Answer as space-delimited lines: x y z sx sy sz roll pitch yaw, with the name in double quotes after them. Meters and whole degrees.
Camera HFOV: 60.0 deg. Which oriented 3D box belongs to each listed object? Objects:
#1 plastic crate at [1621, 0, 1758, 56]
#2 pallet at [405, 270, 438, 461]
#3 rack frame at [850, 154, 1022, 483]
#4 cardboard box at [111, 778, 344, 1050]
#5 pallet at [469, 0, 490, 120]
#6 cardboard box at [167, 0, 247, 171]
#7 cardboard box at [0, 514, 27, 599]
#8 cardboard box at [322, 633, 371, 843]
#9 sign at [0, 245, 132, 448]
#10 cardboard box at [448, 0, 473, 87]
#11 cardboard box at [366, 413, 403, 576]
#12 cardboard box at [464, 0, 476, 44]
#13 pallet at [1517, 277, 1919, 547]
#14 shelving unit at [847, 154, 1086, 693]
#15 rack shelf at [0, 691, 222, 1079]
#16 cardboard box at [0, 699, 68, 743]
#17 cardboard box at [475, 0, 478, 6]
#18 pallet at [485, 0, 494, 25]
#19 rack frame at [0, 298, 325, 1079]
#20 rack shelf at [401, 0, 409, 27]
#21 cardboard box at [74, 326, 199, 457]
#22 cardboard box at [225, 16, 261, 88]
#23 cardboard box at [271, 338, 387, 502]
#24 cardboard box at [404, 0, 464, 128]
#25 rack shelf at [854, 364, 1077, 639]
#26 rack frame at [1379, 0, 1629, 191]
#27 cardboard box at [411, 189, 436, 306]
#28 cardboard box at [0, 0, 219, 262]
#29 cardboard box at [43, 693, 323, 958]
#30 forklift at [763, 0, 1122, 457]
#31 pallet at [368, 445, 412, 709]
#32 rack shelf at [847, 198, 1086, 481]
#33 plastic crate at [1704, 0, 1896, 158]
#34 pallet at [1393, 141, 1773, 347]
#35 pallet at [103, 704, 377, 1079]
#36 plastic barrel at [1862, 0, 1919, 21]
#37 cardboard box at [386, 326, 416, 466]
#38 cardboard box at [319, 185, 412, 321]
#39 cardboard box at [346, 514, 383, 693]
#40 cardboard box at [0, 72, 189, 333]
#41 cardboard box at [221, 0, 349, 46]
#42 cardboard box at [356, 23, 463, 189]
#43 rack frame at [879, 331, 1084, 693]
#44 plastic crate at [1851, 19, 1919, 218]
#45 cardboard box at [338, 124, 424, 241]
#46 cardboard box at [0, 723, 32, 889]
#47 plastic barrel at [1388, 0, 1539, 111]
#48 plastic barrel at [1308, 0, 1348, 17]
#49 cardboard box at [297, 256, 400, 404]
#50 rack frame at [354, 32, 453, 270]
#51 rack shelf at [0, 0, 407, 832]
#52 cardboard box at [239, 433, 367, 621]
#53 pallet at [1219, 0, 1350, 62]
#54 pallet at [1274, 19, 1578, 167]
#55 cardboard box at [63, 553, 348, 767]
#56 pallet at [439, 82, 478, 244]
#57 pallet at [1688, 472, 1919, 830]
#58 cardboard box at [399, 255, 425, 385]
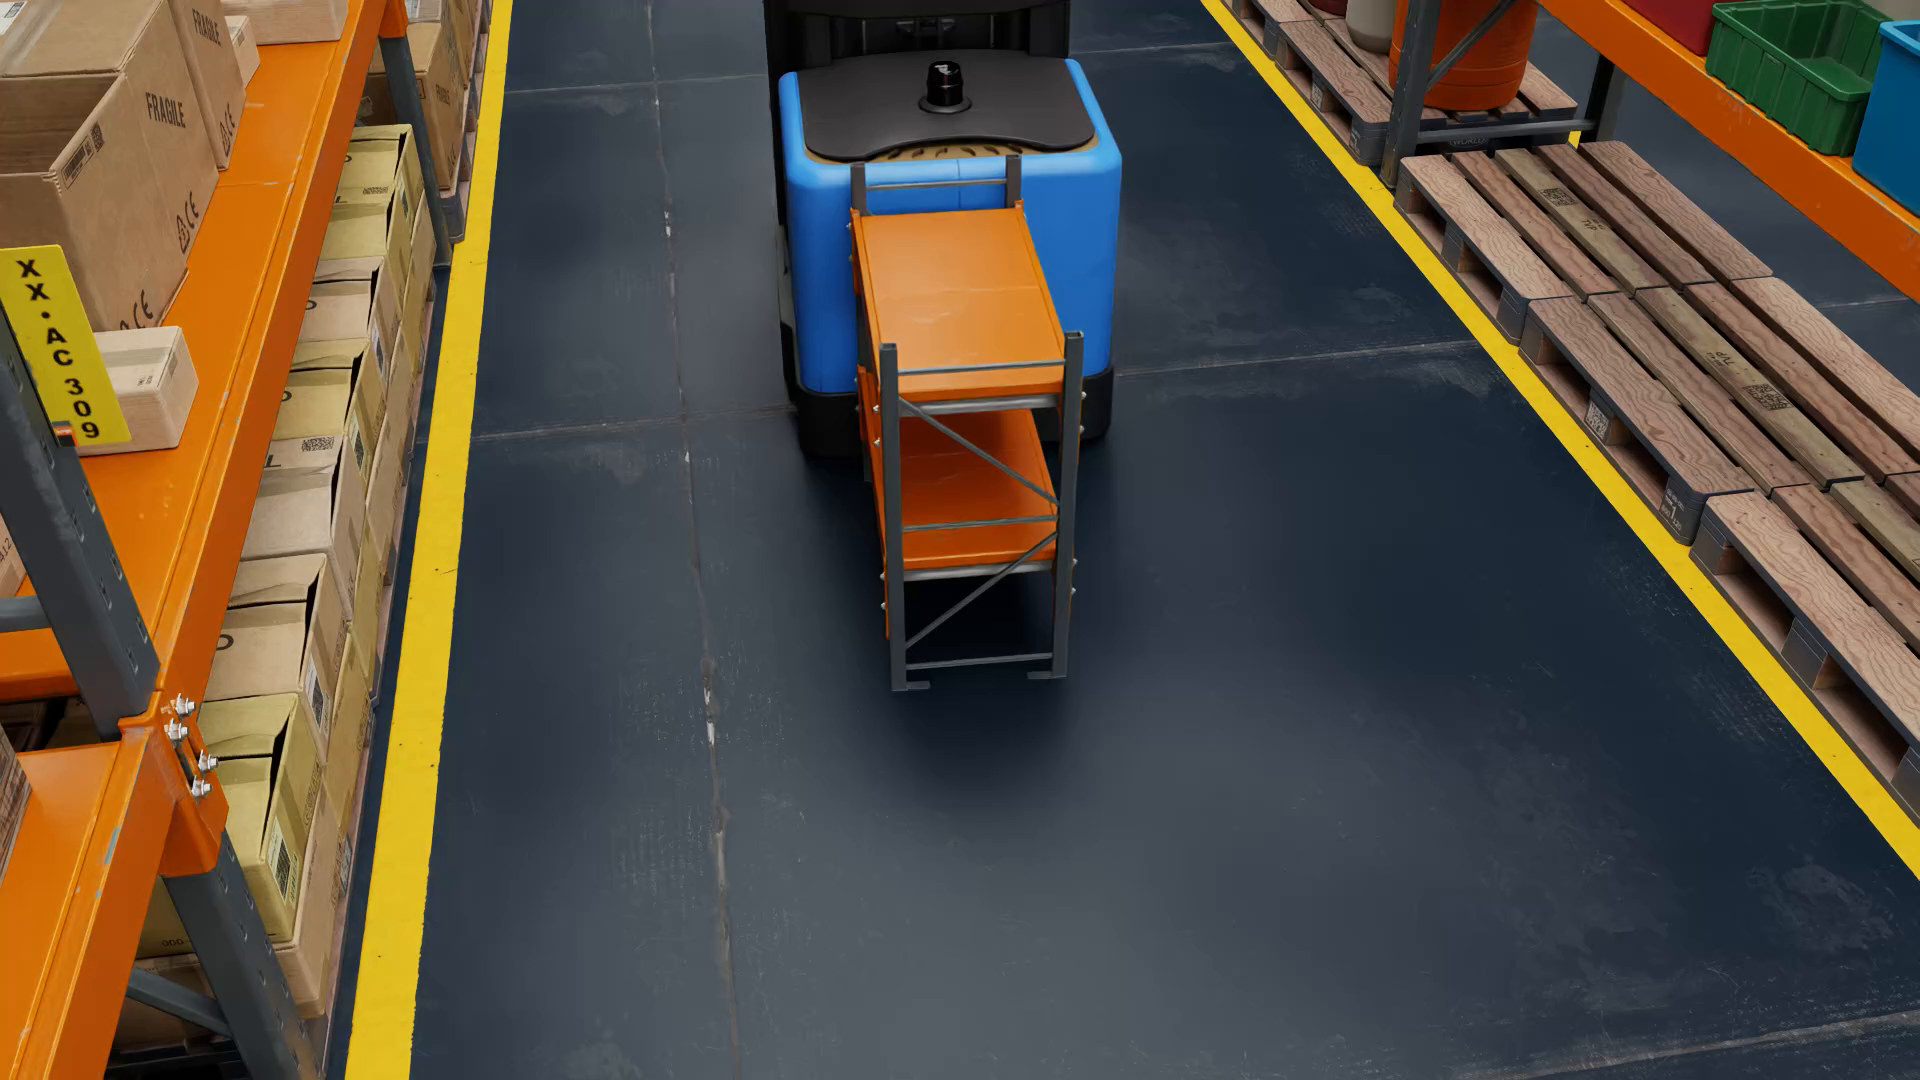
2.321 -1.802 5.072 0.402 0.464 0.583 -6 38 -8 "plastic crate"
-2.432 -0.652 5.918 1.003 0.211 1.213 -6 38 -8 "pallet"
-0.070 -0.661 5.184 0.500 1.125 0.032 -4 38 -5 "rack frame"
-1.664 0.811 3.660 0.500 0.250 0.500 -7 38 -9 "cardboard box"
-2.842 -2.344 8.095 1.003 0.211 1.213 -6 38 -8 "pallet"
-2.228 -1.283 4.375 0.500 0.500 0.500 -8 39 -10 "cardboard box"
-1.966 -0.072 3.020 0.500 0.250 0.500 -4 38 -5 "cardboard box"
-1.752 0.502 4.058 0.500 0.250 0.500 -5 38 -7 "cardboard box"
-1.291 -0.273 2.386 0.100 0.325 0.005 -6 38 -8 "sign"
-2.517 -2.366 7.530 0.500 0.500 0.500 -7 38 -9 "cardboard box"
-1.934 -0.118 4.856 0.500 0.250 0.500 -6 38 -7 "cardboard box"
-2.613 -2.681 7.935 0.500 0.500 0.500 -7 38 -9 "cardboard box"
2.647 -0.477 5.692 1.003 0.211 1.213 -6 38 -8 "pallet"
-0.008 -0.351 4.785 0.538 1.125 1.048 -4 38 -5 "shelving unit"
-1.486 1.653 1.263 1.077 0.370 4.000 -6 38 -8 "rack shelf"
-2.287 0.332 3.819 0.500 0.311 0.500 -5 38 -7 "cardboard box"
-2.705 -2.988 8.330 0.500 0.500 0.500 -6 38 -7 "cardboard box"
-3.059 -3.082 9.046 1.003 0.211 1.213 -6 38 -8 "pallet"
-1.840 0.161 2.597 0.949 2.616 0.053 -6 38 -8 "rack frame"
-2.889 -3.179 7.483 1.077 0.370 4.000 -6 38 -8 "rack shelf"
-1.791 -0.297 3.392 0.380 0.149 0.250 -6 38 -8 "cardboard box"
-2.259 -1.392 4.801 0.380 0.149 0.250 -4 38 -5 "cardboard box"
-1.935 -0.345 4.691 0.500 0.311 0.500 -5 38 -7 "cardboard box"
-2.434 -2.063 7.139 0.500 0.500 0.500 -8 38 -10 "cardboard box"
-0.008 -0.158 4.935 0.538 0.278 1.000 -4 38 -5 "rack shelf"
2.339 -2.785 6.390 1.000 3.000 0.127 -6 38 -8 "rack frame"
-2.206 -1.043 6.047 0.500 0.250 0.500 -5 38 -7 "cardboard box"
-2.135 -0.965 3.965 0.500 0.500 0.500 -6 38 -8 "cardboard box"
-1.664 0.583 3.496 0.500 0.311 0.500 -6 38 -8 "cardboard box"
-0.182 -2.328 5.858 1.130 2.935 3.031 -4 38 -5 "forklift"
-2.222 0.083 4.971 1.003 0.211 1.213 -6 38 -8 "pallet"
-0.008 -0.582 4.606 0.538 0.278 1.000 -4 38 -5 "rack shelf"
2.457 -1.307 4.660 0.450 0.188 0.662 -6 38 -8 "plastic crate"
2.437 -1.212 6.638 1.003 0.211 1.213 -6 38 -8 "pallet"
-2.004 0.821 4.021 1.003 0.211 1.213 -6 38 -8 "pallet"
2.884 -1.729 4.920 0.433 0.535 0.433 0 38 0 "plastic barrel"
-2.027 -0.428 5.255 0.500 0.250 0.500 -5 38 -7 "cardboard box"
-2.106 -0.953 5.474 0.500 0.311 0.500 -7 38 -9 "cardboard box"
-1.845 0.189 4.460 0.500 0.250 0.500 -7 38 -9 "cardboard box"
-2.048 -0.662 3.576 0.500 0.500 0.500 -4 38 -5 "cardboard box"
-2.108 -1.642 5.124 0.380 0.149 0.250 -6 38 -8 "cardboard box"
-2.336 -1.747 6.733 0.500 0.500 0.500 -5 38 -6 "cardboard box"
0.053 -0.042 4.387 0.500 1.125 0.032 -4 38 -5 "rack frame"
2.541 -0.996 4.100 0.392 0.384 0.575 -6 38 -8 "plastic crate"
-2.204 -1.267 5.877 0.500 0.311 0.500 -5 38 -7 "cardboard box"
-1.753 0.389 2.223 0.700 0.500 0.500 -7 38 -9 "cardboard box"
2.237 -2.388 7.305 0.600 0.830 0.708 -6 38 -8 "plastic barrel"
2.039 -2.975 8.257 0.600 0.588 0.708 -6 38 -8 "plastic barrel"
-2.020 -0.648 5.081 0.500 0.311 0.500 -6 38 -8 "cardboard box"
-2.538 -2.255 5.708 1.000 3.000 0.127 -6 38 -8 "rack frame"
-2.187 -0.763 4.373 1.077 0.370 4.000 -6 38 -8 "rack shelf"
-1.838 -0.032 4.288 0.500 0.311 0.500 -7 38 -9 "cardboard box"
1.950 -2.891 8.800 1.003 0.211 1.213 -6 38 -8 "pallet"
2.160 -2.156 7.853 1.003 0.211 1.213 -6 38 -8 "pallet"
-1.747 0.280 3.886 0.500 0.311 0.500 -7 38 -8 "cardboard box"
-2.632 -1.609 7.149 1.003 0.211 1.213 -6 38 -8 "pallet"
2.865 0.262 4.741 1.003 0.211 1.213 -6 38 -8 "pallet"
-2.112 -0.732 5.647 0.500 0.250 0.500 -7 38 -8 "cardboard box"
